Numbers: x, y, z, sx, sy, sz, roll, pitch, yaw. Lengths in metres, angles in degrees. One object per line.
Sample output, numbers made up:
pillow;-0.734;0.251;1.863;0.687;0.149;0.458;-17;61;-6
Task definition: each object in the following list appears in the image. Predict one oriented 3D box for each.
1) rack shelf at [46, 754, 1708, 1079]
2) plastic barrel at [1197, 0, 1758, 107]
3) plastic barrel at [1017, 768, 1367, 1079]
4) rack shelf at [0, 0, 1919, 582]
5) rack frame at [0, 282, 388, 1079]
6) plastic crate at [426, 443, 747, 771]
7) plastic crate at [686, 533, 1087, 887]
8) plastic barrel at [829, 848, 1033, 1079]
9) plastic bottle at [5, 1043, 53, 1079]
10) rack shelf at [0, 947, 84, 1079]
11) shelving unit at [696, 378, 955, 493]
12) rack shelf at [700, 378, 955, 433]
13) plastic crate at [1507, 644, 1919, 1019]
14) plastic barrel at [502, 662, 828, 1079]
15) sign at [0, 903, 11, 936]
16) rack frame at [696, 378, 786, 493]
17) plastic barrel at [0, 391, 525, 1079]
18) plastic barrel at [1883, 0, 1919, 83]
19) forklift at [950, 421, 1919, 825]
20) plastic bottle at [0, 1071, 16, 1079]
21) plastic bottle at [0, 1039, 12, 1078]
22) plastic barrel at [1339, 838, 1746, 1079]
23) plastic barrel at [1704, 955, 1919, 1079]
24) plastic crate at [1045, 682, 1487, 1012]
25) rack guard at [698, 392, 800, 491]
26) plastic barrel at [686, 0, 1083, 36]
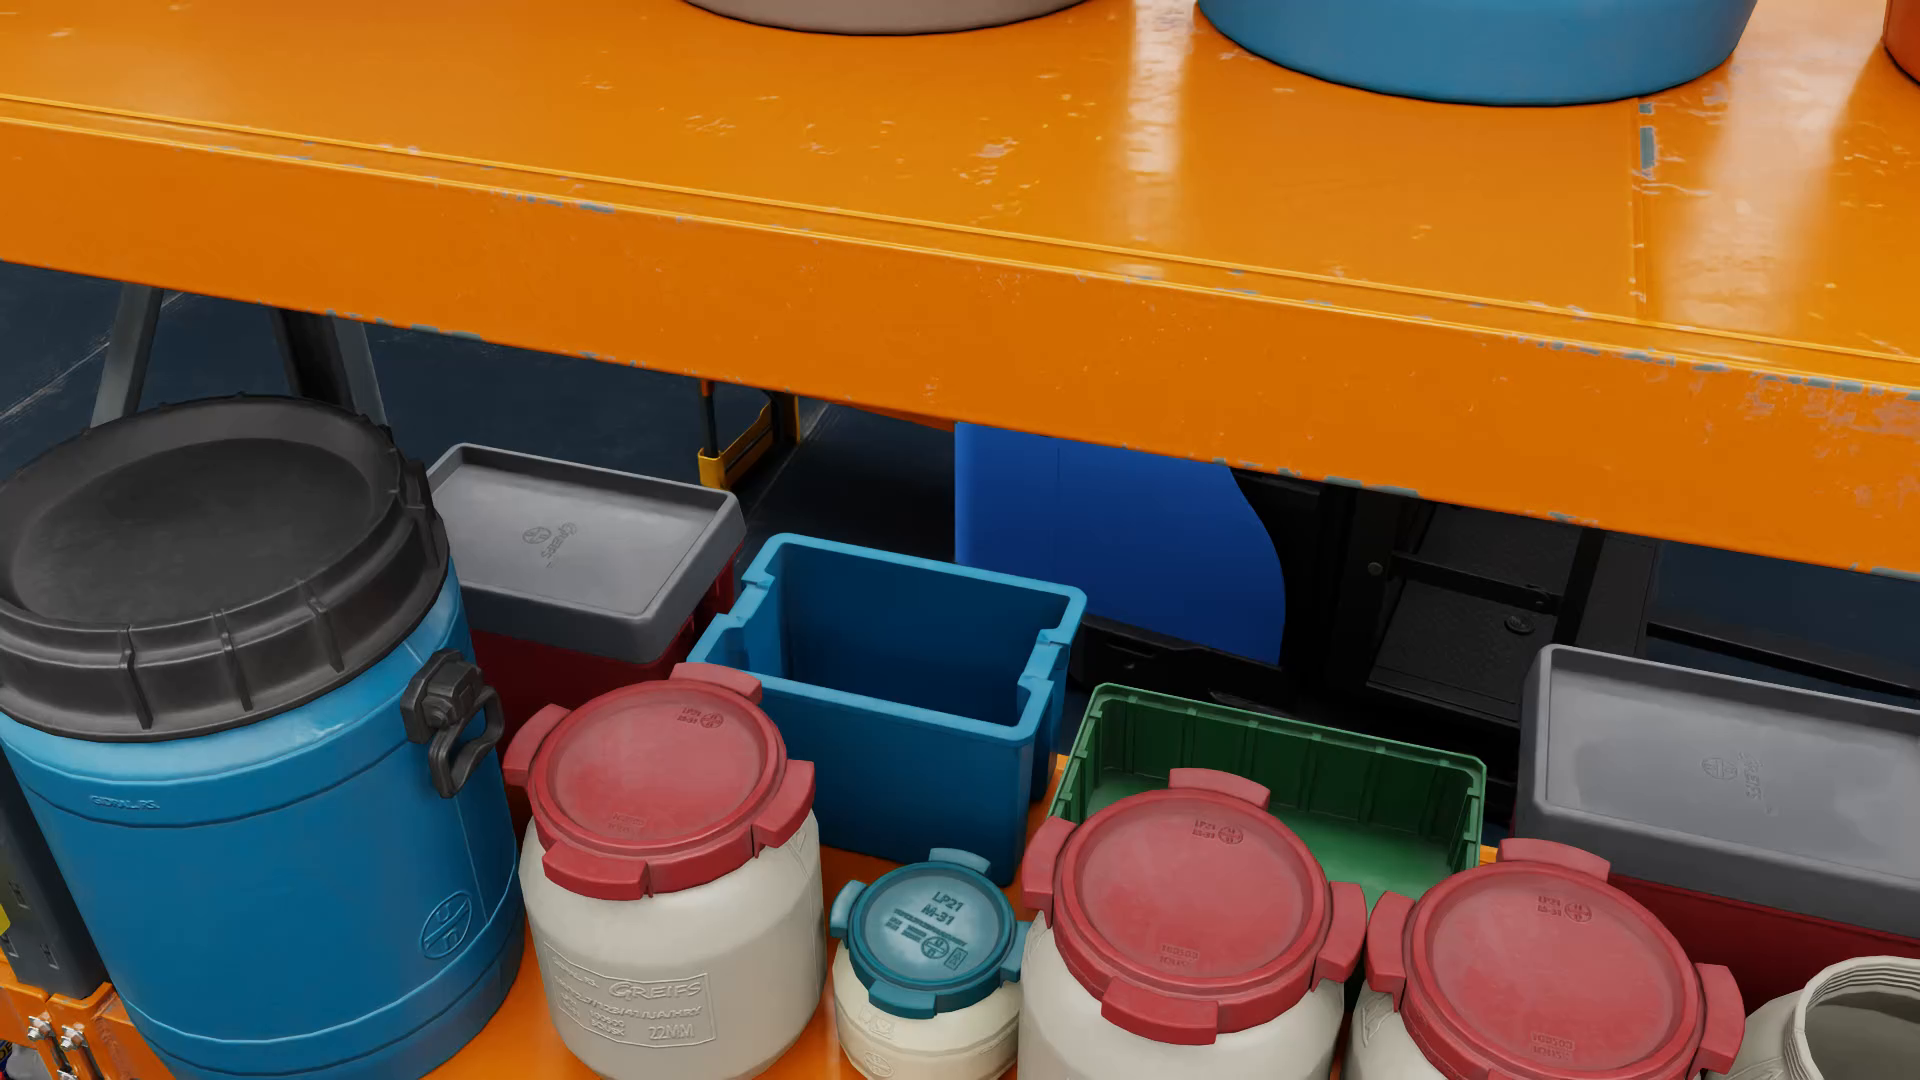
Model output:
rack shelf;0.651;0.916;2.581;4.000;0.370;1.077;10;38;14
plastic barrel;0.541;-0.939;1.541;0.708;0.901;0.600;10;38;14
plastic barrel;0.290;0.641;2.234;0.433;0.535;0.433;0;36;0
rack shelf;0.651;-0.292;1.692;4.000;0.370;1.077;10;38;14
rack frame;-1.258;0.273;2.848;0.127;3.000;1.000;10;38;14
plastic crate;-0.704;0.160;2.948;0.583;0.464;0.402;10;38;14
plastic crate;-0.112;0.299;2.827;0.575;0.384;0.392;10;38;14
plastic barrel;-0.040;0.650;2.454;0.301;0.262;0.301;0;36;0
plastic bottle;-1.915;1.130;3.547;0.185;0.351;0.144;10;38;14
rack shelf;-3.167;0.209;3.542;4.000;0.370;1.077;10;38;14
shelving unit;-0.299;-0.720;5.463;1.083;1.500;0.587;15;39;19
rack shelf;-0.307;-0.578;5.573;1.000;0.185;0.538;15;39;19
plastic crate;1.109;0.496;2.492;0.583;0.464;0.402;10;38;14
plastic barrel;-0.410;0.512;2.410;0.433;0.535;0.433;0;36;0
sign;-1.432;0.471;2.346;0.005;0.325;0.100;10;38;14
rack frame;-0.770;-0.846;5.635;0.032;1.500;0.500;15;39;19
plastic barrel;-0.979;0.311;2.374;0.708;0.901;0.600;10;38;14
plastic barrel;1.217;-0.784;1.392;0.708;0.830;0.600;10;38;14
forklift;1.530;-0.733;4.273;3.031;2.935;1.130;15;39;20
plastic bottle;-1.958;1.212;3.436;0.185;0.351;0.144;10;37;13
plastic bottle;-2.121;1.120;3.624;0.135;0.276;0.152;10;38;14
plastic barrel;0.703;0.718;2.130;0.433;0.535;0.433;0;36;0
plastic barrel;1.113;0.800;2.039;0.421;0.512;0.421;0;36;0
plastic crate;0.489;0.507;2.710;0.662;0.188;0.450;10;38;14
rack guard;-0.753;-0.338;5.999;0.087;0.250;0.587;15;39;19
plastic barrel;-0.083;-1.054;1.698;0.600;0.901;0.600;0;36;0
